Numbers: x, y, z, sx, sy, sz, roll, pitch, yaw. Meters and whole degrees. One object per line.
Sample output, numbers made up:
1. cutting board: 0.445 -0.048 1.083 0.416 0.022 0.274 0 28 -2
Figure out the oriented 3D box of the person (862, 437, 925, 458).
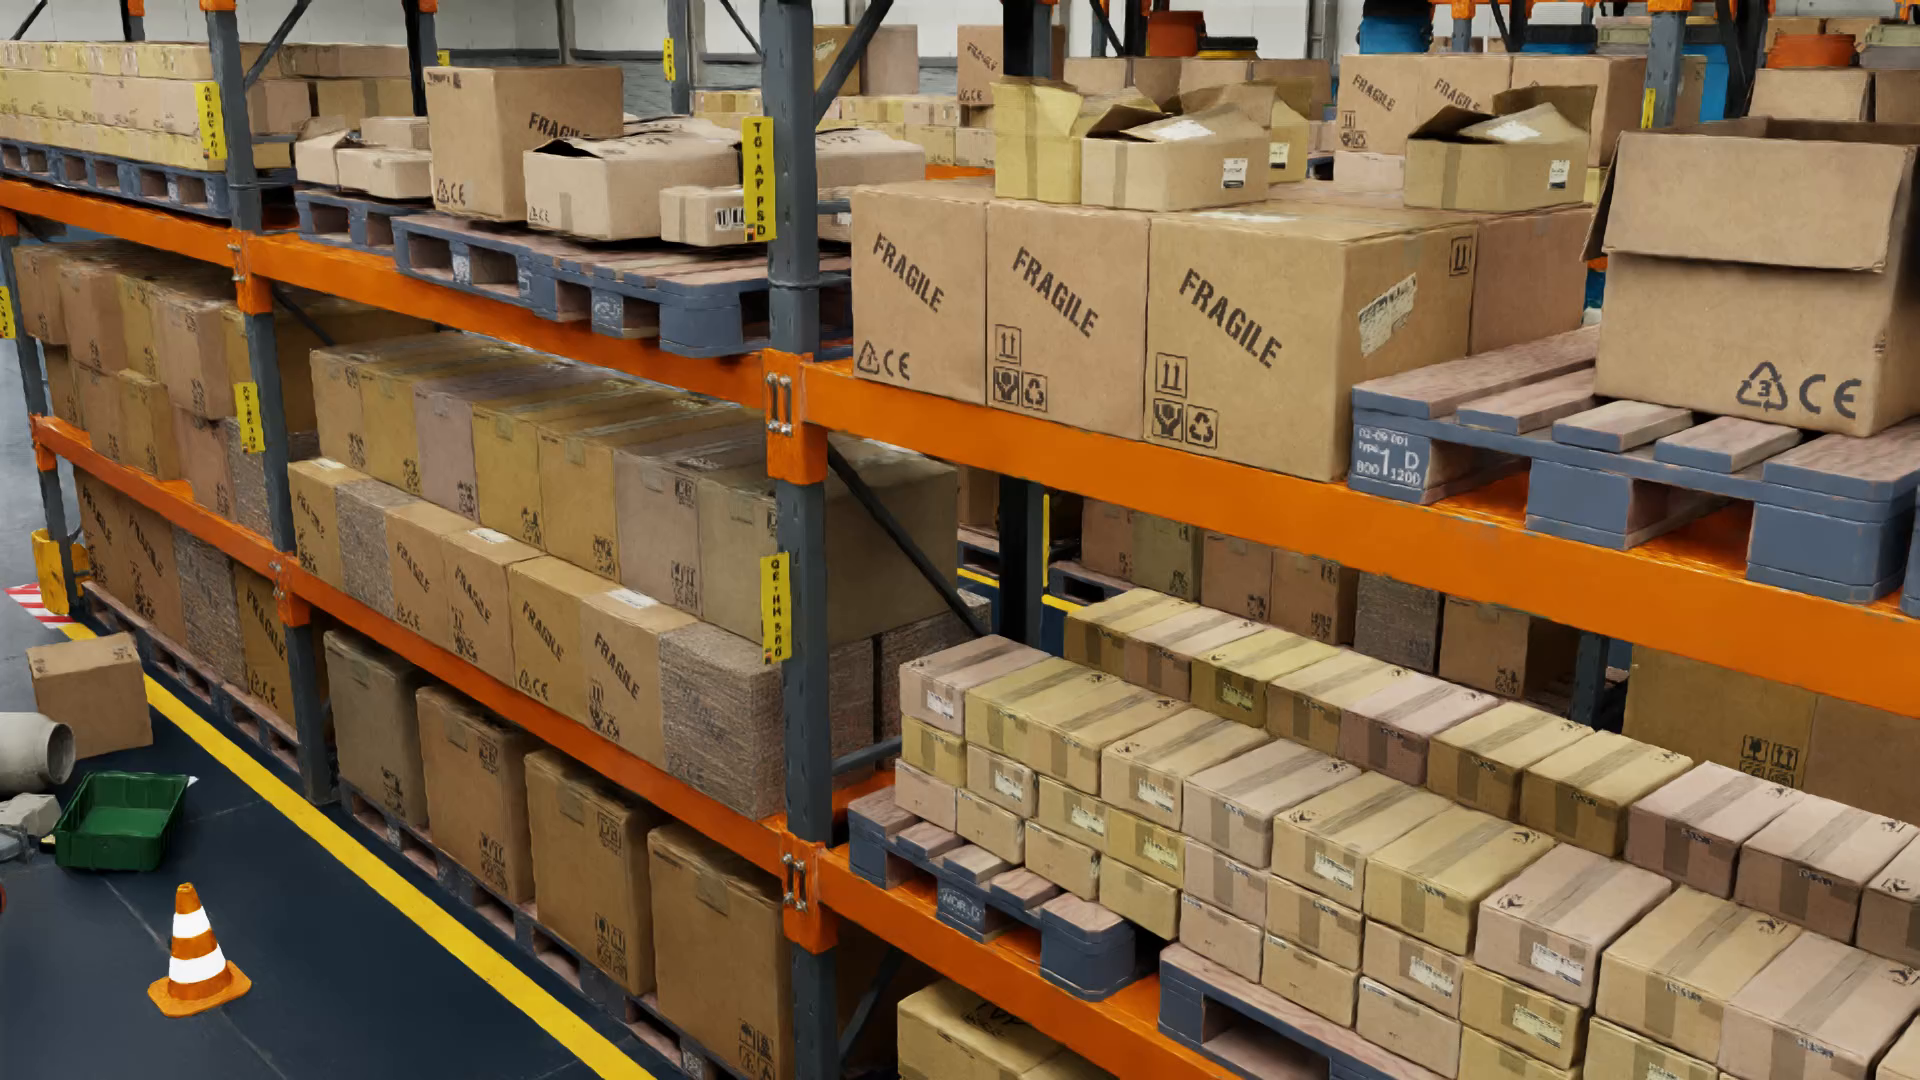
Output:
1. person: -0.412 -0.120 9.893 0.803 1.766 0.544 9 19 27
